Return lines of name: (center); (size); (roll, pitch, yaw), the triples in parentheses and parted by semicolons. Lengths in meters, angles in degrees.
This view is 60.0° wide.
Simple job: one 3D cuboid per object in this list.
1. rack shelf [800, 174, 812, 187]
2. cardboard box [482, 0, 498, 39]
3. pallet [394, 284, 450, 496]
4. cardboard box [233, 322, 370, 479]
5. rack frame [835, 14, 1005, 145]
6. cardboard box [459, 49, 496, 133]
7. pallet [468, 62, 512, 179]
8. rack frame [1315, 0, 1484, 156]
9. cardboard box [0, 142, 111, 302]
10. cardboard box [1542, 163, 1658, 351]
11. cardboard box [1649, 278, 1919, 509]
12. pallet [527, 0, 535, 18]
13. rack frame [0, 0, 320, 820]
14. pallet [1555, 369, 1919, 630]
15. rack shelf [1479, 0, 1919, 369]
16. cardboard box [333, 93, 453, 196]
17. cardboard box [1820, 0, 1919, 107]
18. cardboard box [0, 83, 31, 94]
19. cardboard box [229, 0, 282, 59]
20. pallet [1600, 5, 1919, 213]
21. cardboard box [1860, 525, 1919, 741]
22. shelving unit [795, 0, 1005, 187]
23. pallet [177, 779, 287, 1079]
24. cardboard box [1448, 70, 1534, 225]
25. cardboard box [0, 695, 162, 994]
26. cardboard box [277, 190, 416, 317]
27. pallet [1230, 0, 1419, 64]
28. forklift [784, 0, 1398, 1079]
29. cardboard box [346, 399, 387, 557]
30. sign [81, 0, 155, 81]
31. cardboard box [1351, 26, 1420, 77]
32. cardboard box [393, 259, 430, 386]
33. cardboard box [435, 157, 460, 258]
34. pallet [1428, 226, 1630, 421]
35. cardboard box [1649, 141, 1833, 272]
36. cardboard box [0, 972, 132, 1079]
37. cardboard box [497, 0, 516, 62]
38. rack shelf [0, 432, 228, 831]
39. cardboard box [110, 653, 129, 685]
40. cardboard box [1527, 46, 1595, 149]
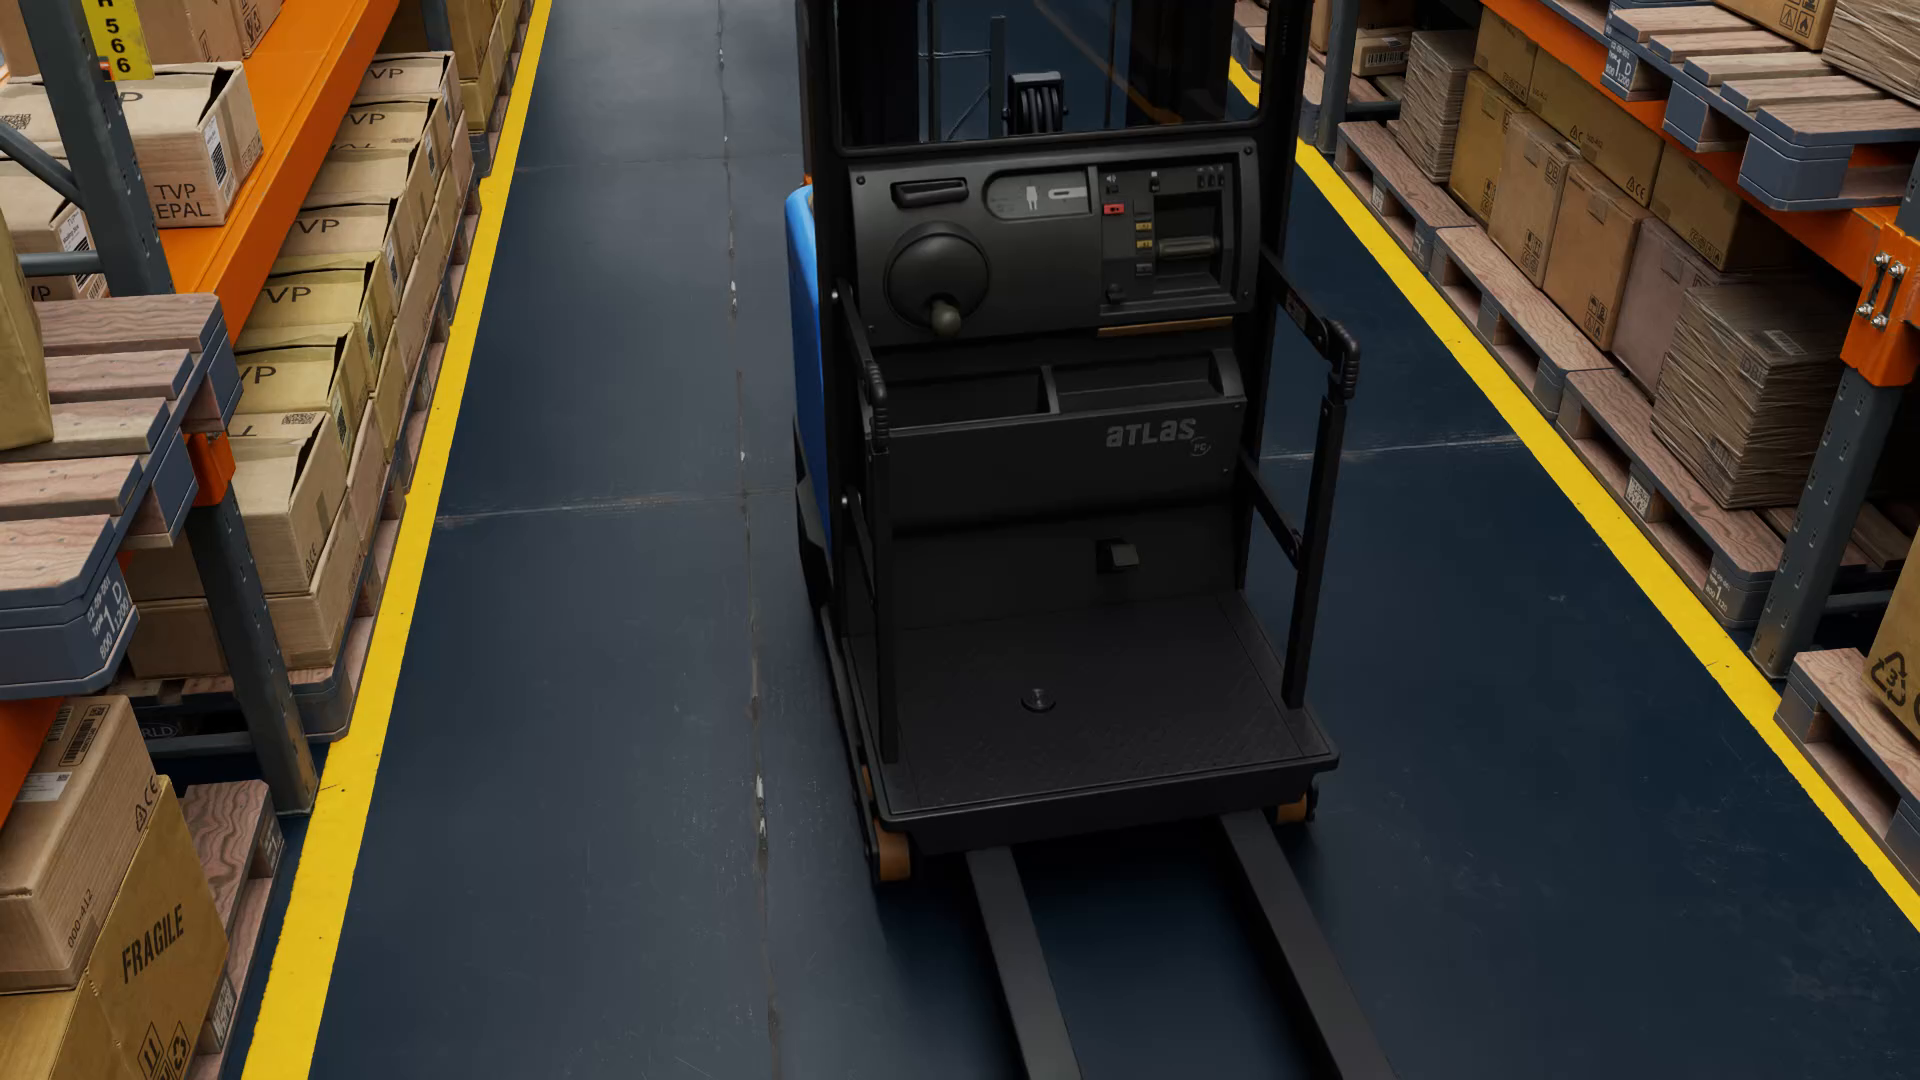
rack shelf: (-0.218, -1.003, 5.710); (0.538, 0.185, 1.000); (-6, 35, -9)
cardboard box: (-2.516, -2.675, 7.915); (0.500, 0.500, 0.500); (-4, 35, -6)
pallet: (-2.383, -0.525, 5.832); (1.003, 0.211, 1.213); (-4, 35, -6)
cardboard box: (-2.009, -0.411, 4.761); (0.500, 0.311, 0.500); (-5, 35, -8)
rack frame: (-0.118, -0.871, 5.197); (0.500, 1.500, 0.032); (-6, 35, -9)
cardboard box: (-2.451, -2.086, 7.717); (0.500, 0.250, 0.500); (-4, 35, -6)
pallet: (-2.754, -2.062, 8.088); (1.003, 0.211, 1.213); (-4, 35, -6)
rack frame: (2.220, -3.145, 7.201); (1.000, 3.000, 0.127); (-4, 35, -6)
cardboard box: (-2.156, -0.705, 3.699); (0.500, 0.311, 0.500); (-2, 34, -3)
cardboard box: (2.560, -1.030, 5.928); (0.700, 0.500, 0.500); (-5, 35, -7)
cardboard box: (2.609, -0.459, 5.089); (0.700, 0.500, 0.500); (-4, 34, -6)
pallet: (-3.082, -3.424, 10.086); (1.003, 0.211, 1.213); (-4, 35, -6)
rack frame: (-2.151, -0.535, 3.372); (1.000, 3.000, 0.127); (-4, 35, -6)
pallet: (2.654, -0.196, 5.351); (1.003, 0.211, 1.213); (-4, 35, -6)
rack shelf: (2.489, -1.731, 5.766); (1.077, 0.370, 4.000); (-4, 35, -6)
cardboard box: (-2.274, -1.542, 6.420); (0.500, 0.311, 0.500); (-3, 34, -5)
cardboard box: (2.684, -1.397, 4.157); (0.700, 0.500, 0.500); (-8, 35, -12)
cardboard box: (-2.378, -1.139, 4.480); (0.380, 0.149, 0.250); (-2, 34, -3)
cardboard box: (-2.463, -1.805, 5.147); (0.500, 0.500, 0.500); (-4, 35, -6)
pallet: (2.556, -1.223, 4.551); (1.213, 0.211, 1.003); (-4, 35, -6)
cardboard box: (2.726, 0.223, 3.796); (0.750, 0.750, 0.750); (-5, 35, -7)
shelving unit: (-0.216, -1.147, 5.601); (0.587, 1.500, 1.083); (-6, 35, -9)
pallet: (-2.088, 1.037, 3.541); (1.003, 0.211, 1.213); (-4, 35, -6)
cardboard box: (2.454, -1.599, 6.762); (0.700, 0.500, 0.500); (-5, 35, -7)
cardboard box: (-1.780, 0.541, 2.955); (0.500, 0.250, 0.500); (-3, 34, -5)
cardboard box: (-2.145, -0.983, 5.599); (0.500, 0.311, 0.500); (-5, 35, -7)
pallet: (1.927, -3.047, 9.533); (1.003, 0.211, 1.213); (-4, 35, -6)
forklift: (0.266, -0.611, 3.544); (1.130, 2.935, 3.031); (-6, 35, -9)
cardboard box: (-1.999, -0.167, 4.901); (0.500, 0.250, 0.500); (-5, 35, -8)
sign: (-1.614, -1.027, 3.136); (0.100, 0.325, 0.005); (-4, 35, -6)
cardboard box: (2.118, -2.452, 8.309); (0.380, 0.166, 0.250); (-9, 35, -13)
cardboard box: (-2.143, -0.743, 5.746); (0.500, 0.250, 0.500); (-4, 34, -5)
cardboard box: (-2.279, -1.313, 6.581); (0.500, 0.250, 0.500); (-5, 35, -7)
pallet: (2.493, -0.876, 6.347); (1.003, 0.211, 1.213); (-4, 35, -6)
cardboard box: (2.595, -1.092, 5.352); (0.500, 0.250, 0.500); (-4, 34, -5)
cardboard box: (-1.723, 1.109, 2.788); (0.500, 0.500, 0.500); (-6, 35, -8)
cardboard box: (-2.575, -2.645, 8.537); (0.500, 0.250, 0.500); (-4, 35, -6)
rack shelf: (-1.882, 0.878, 1.937); (1.077, 0.370, 4.000); (-4, 35, -6)
cardboard box: (-2.463, 0.152, 4.431); (0.500, 0.250, 0.500); (-4, 34, -5)
cardboard box: (2.471, -1.658, 6.183); (0.500, 0.250, 0.500); (-5, 35, -8)
